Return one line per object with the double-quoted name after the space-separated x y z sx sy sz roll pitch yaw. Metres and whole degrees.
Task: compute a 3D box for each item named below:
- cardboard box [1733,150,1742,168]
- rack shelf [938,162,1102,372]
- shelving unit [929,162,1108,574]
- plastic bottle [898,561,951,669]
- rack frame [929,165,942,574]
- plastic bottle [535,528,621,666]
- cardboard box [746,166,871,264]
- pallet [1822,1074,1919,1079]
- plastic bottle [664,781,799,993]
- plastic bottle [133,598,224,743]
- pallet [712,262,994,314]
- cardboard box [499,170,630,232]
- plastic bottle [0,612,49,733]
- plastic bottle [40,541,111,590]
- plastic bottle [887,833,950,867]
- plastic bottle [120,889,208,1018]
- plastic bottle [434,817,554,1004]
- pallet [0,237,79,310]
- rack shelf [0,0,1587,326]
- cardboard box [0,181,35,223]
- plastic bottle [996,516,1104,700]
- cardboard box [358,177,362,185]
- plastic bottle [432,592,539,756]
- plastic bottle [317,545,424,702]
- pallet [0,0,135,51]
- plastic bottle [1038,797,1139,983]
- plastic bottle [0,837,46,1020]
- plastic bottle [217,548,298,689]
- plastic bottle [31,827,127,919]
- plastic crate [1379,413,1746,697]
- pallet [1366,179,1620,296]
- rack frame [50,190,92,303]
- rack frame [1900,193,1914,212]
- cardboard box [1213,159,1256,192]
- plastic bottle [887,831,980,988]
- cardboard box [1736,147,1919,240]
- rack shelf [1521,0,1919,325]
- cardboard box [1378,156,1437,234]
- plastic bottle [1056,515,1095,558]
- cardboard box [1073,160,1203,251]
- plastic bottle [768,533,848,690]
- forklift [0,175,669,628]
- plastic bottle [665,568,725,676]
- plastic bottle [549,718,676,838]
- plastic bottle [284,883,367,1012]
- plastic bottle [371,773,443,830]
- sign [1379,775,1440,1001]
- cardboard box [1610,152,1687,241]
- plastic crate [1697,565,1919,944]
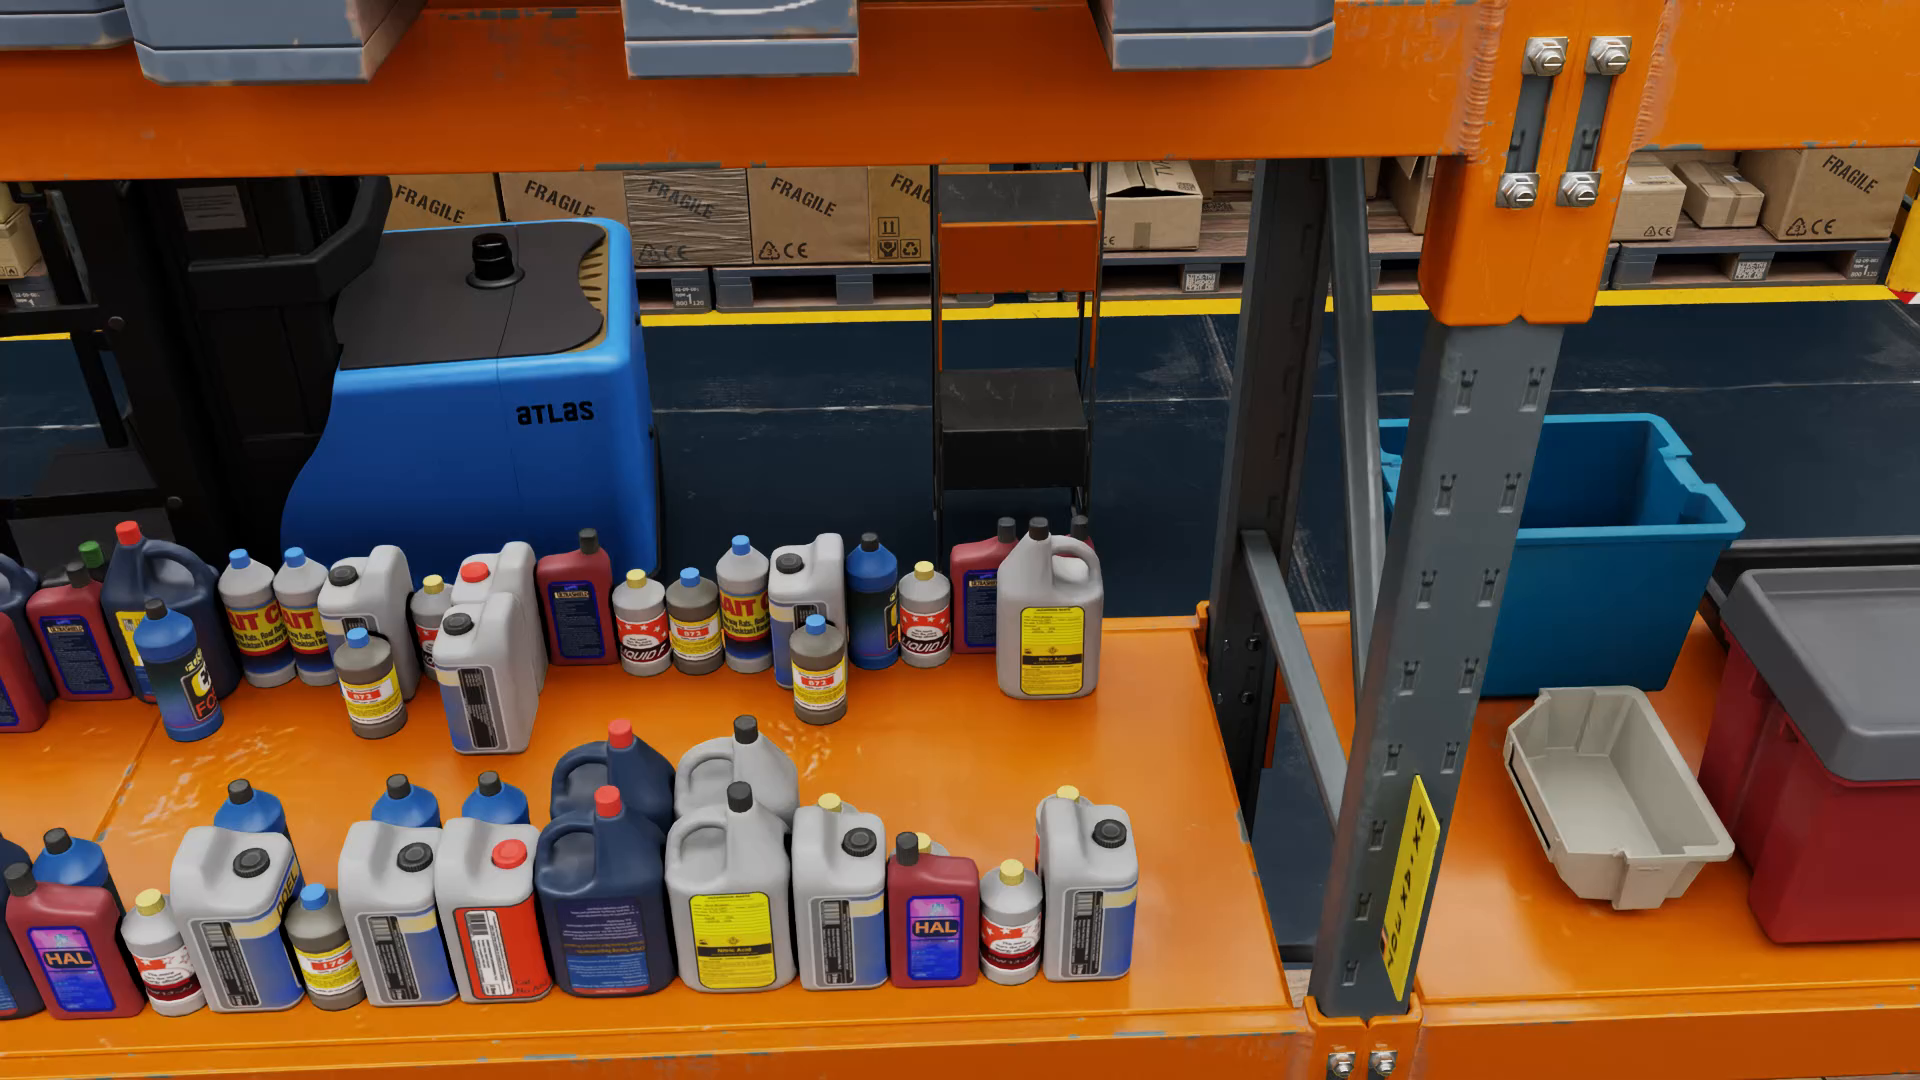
3.649 -1.852 7.893 0.250 0.166 0.380 -2 35 -2 "cardboard box"
0.165 -0.857 5.167 0.480 0.518 0.431 -2 35 -2 "rack shelf"
0.165 -0.868 5.159 0.503 2.100 0.431 -2 35 -2 "shelving unit"
-0.066 0.131 3.099 0.097 0.201 0.097 0 35 0 "plastic bottle"
-0.078 -0.861 5.149 0.015 2.100 0.400 -2 35 -2 "rack frame"
-0.705 0.104 3.066 0.133 0.283 0.061 -2 35 -2 "plastic bottle"
-0.636 -1.519 7.119 0.500 0.500 0.500 -1 35 -2 "cardboard box"
2.523 1.335 3.635 1.213 0.211 1.003 -2 35 -2 "pallet"
-0.334 0.496 2.440 0.185 0.351 0.144 -2 35 -2 "plastic bottle"
-1.373 0.220 2.909 0.097 0.271 0.097 0 35 0 "plastic bottle"
-0.473 -1.360 7.530 1.213 0.211 1.003 -2 35 -2 "pallet"
-1.645 -1.491 7.078 0.500 0.500 0.500 -3 35 -4 "cardboard box"
-1.710 0.214 2.908 0.133 0.283 0.061 -2 35 -2 "plastic bottle"
-1.584 0.128 3.031 0.133 0.283 0.061 -2 35 -2 "plastic bottle"
-0.061 0.529 2.524 0.097 0.201 0.097 0 35 0 "plastic bottle"
-1.159 0.593 2.431 0.097 0.201 0.097 0 35 0 "plastic bottle"
-0.679 0.534 2.452 0.135 0.276 0.152 -2 35 -2 "plastic bottle"
-4.482 -1.296 7.437 1.213 0.211 1.003 -2 35 -2 "pallet"
-1.429 -0.619 2.004 4.000 0.370 1.077 -2 35 -2 "rack shelf"
-4.169 -1.561 6.925 0.500 0.311 0.500 -1 35 -1 "cardboard box"
0.161 0.112 2.996 0.185 0.351 0.144 -2 35 -2 "plastic bottle"
-2.667 -1.463 7.038 0.500 0.500 0.500 -3 35 -4 "cardboard box"
-0.830 0.224 2.900 0.135 0.276 0.152 -2 35 -2 "plastic bottle"
-1.069 0.143 3.016 0.135 0.276 0.152 -2 35 -2 "plastic bottle"
-1.343 -0.782 1.774 1.213 0.211 1.003 -2 35 -2 "pallet"
0.190 0.511 2.485 0.135 0.276 0.152 -2 35 -2 "plastic bottle"
-1.435 0.526 2.397 0.185 0.351 0.144 -2 35 -2 "plastic bottle"
-1.283 0.135 3.032 0.097 0.271 0.097 0 35 0 "plastic bottle"
-1.295 0.533 2.456 0.097 0.271 0.097 0 35 0 "plastic bottle"
1.019 0.041 3.017 0.575 0.384 0.392 -2 35 -2 "plastic crate"
2.245 -1.456 7.669 1.213 0.211 1.003 -2 35 -2 "pallet"
-3.658 -2.443 6.644 0.127 3.000 1.000 -2 35 -2 "rack frame"
4.333 -2.658 6.955 0.127 3.000 1.000 -2 35 -2 "rack frame"
1.265 -1.780 7.805 0.250 0.149 0.380 -2 35 -2 "cardboard box"
-0.039 0.540 2.437 0.133 0.283 0.061 -2 35 -2 "plastic bottle"
3.802 -1.657 7.318 0.500 0.500 0.500 -2 35 -2 "cardboard box"
2.566 -0.726 2.160 4.000 0.370 1.077 -2 35 -2 "rack shelf"
2.214 -1.758 7.462 0.637 0.503 0.797 -2 35 -2 "cardboard box"
0.182 0.081 3.100 0.133 0.283 0.061 -2 35 -2 "plastic bottle"
0.767 -1.514 7.278 0.500 0.311 0.500 -2 35 -2 "cardboard box"
-0.277 0.122 3.047 0.135 0.276 0.152 -2 35 -2 "plastic bottle"
-2.479 -0.973 4.581 3.031 2.935 1.130 -5 35 -8 "forklift"
-0.492 0.143 3.082 0.097 0.201 0.097 0 35 0 "plastic bottle"
-0.526 0.419 2.552 0.185 0.351 0.144 -2 35 -2 "plastic bottle"
-0.928 0.587 2.440 0.097 0.201 0.097 0 35 0 "plastic bottle"
-0.837 0.469 2.549 0.097 0.271 0.097 0 35 0 "plastic bottle"
0.593 0.464 2.200 0.005 0.325 0.100 -2 35 -2 "sign"
2.851 -1.545 7.377 0.500 0.250 0.500 -2 35 -2 "cardboard box"
1.472 0.333 2.524 0.583 0.464 0.402 -2 35 -2 "plastic crate"
